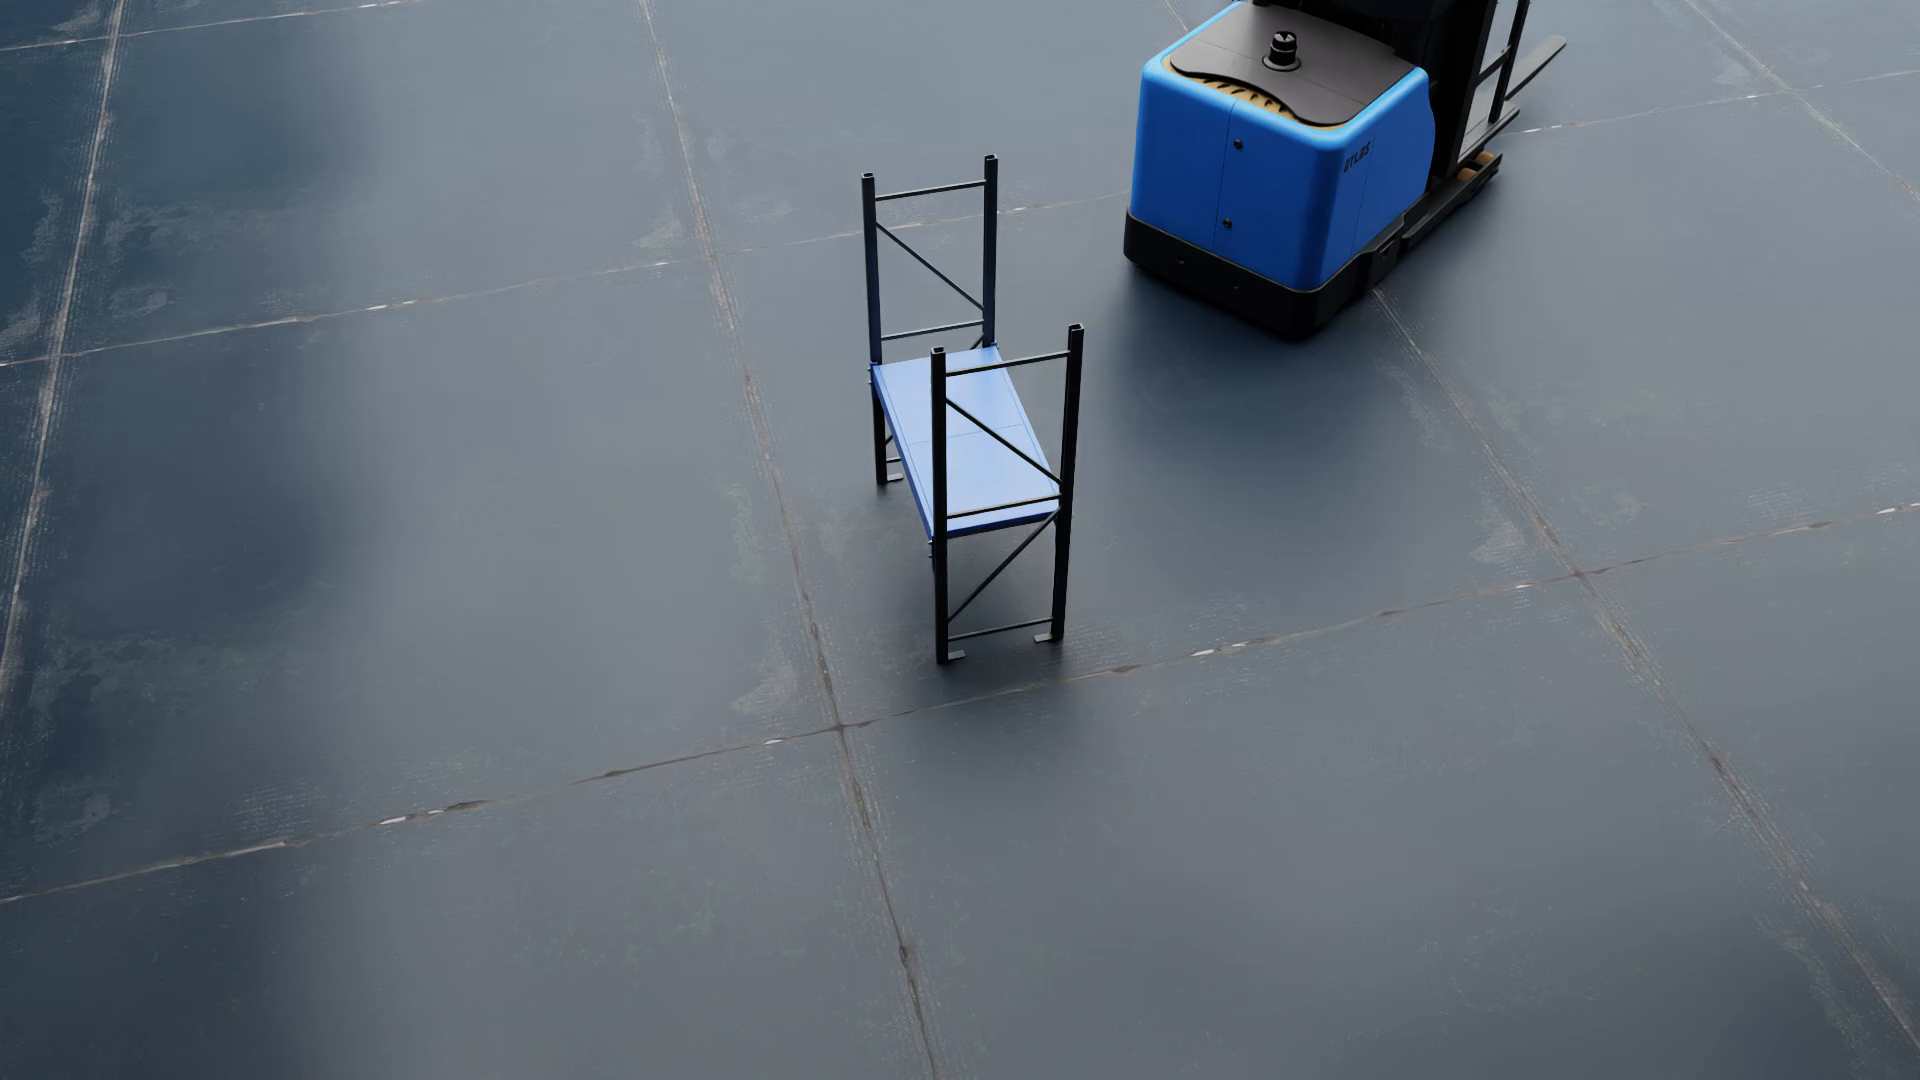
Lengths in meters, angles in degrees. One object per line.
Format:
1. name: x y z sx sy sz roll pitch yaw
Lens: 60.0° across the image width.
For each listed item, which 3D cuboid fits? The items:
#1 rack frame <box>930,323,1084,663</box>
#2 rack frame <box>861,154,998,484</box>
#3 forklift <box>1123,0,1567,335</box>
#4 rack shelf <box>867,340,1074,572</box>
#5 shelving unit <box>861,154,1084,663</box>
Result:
1. rack frame: 0.152 -0.115 5.813 0.500 1.500 0.032 -11 47 -10
2. rack frame: -0.108 -0.817 6.501 0.500 1.500 0.032 -11 47 -10
3. forklift: 2.114 -2.948 7.587 1.130 2.935 3.031 31 53 27
4. rack shelf: 0.022 -0.340 6.285 0.538 0.185 1.000 -11 47 -10
5. shelving unit: 0.022 -0.466 6.157 0.538 1.500 1.048 -11 47 -10
